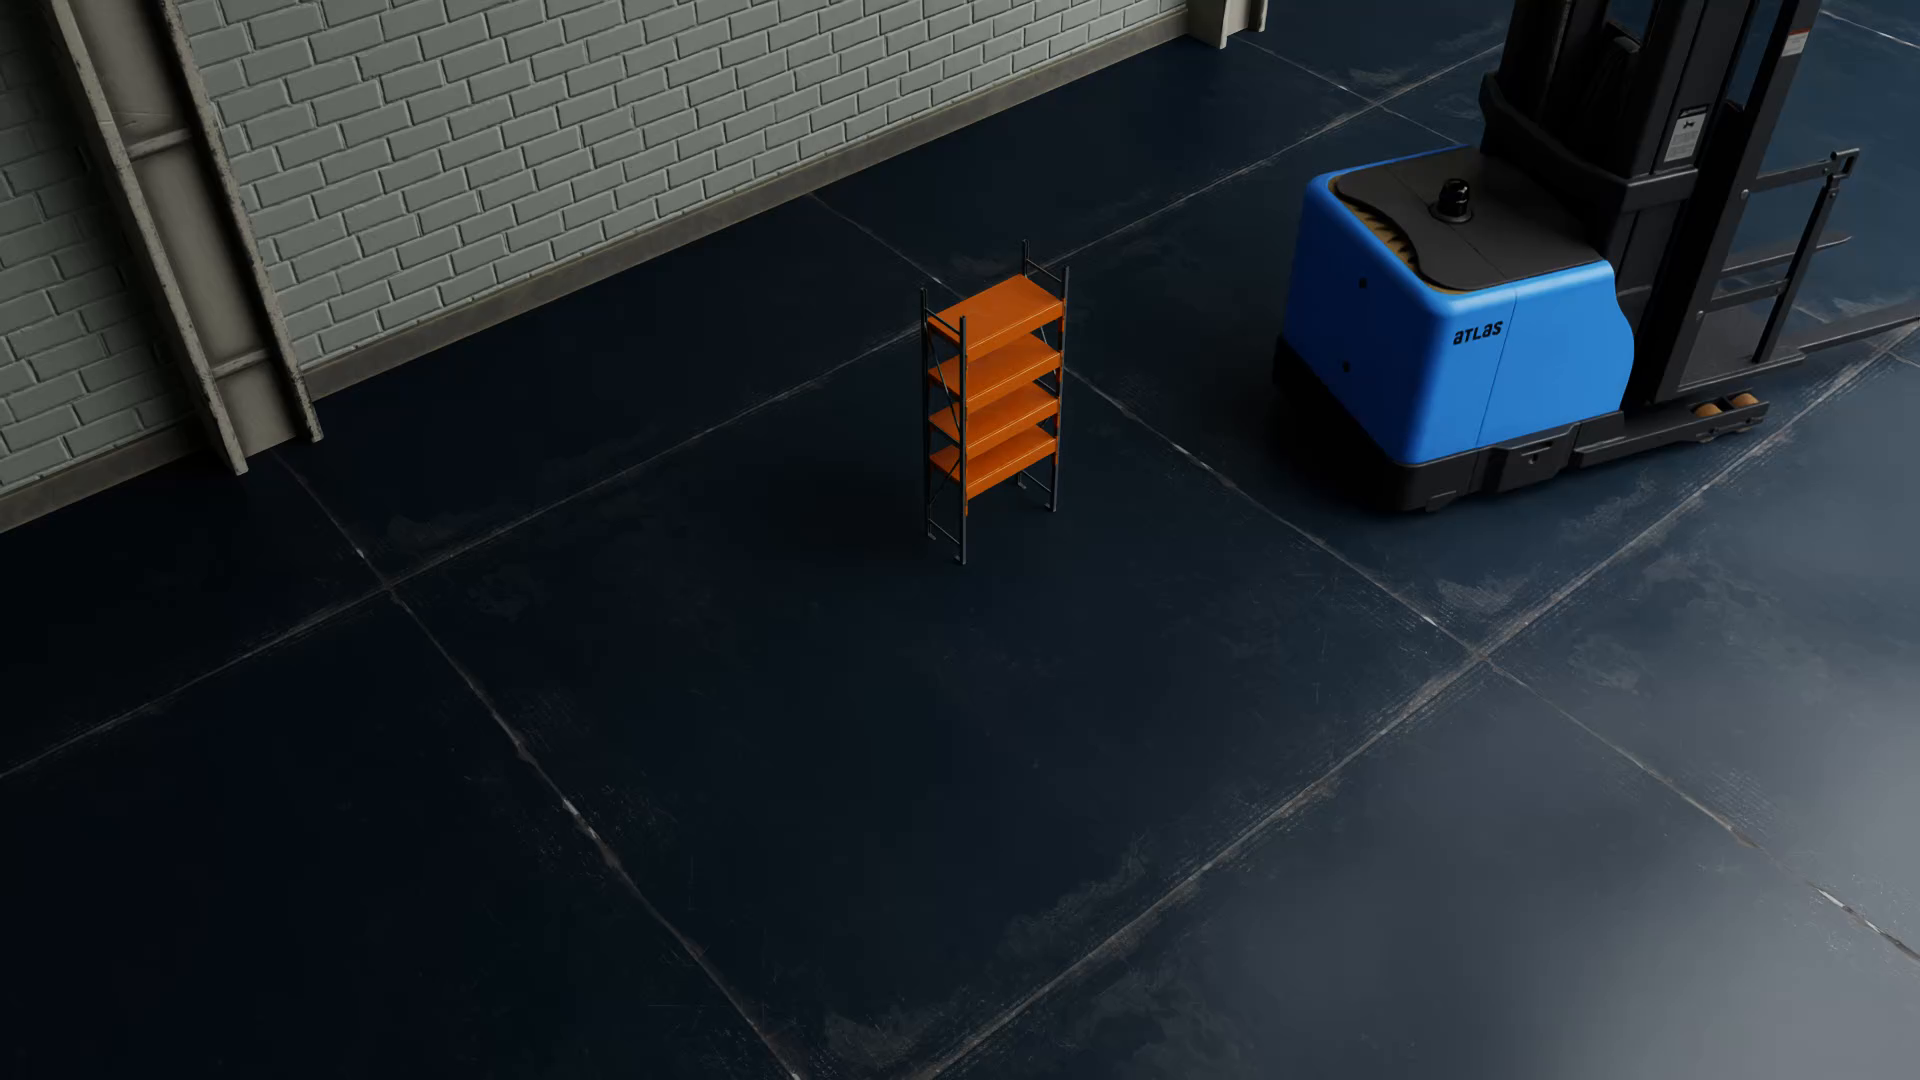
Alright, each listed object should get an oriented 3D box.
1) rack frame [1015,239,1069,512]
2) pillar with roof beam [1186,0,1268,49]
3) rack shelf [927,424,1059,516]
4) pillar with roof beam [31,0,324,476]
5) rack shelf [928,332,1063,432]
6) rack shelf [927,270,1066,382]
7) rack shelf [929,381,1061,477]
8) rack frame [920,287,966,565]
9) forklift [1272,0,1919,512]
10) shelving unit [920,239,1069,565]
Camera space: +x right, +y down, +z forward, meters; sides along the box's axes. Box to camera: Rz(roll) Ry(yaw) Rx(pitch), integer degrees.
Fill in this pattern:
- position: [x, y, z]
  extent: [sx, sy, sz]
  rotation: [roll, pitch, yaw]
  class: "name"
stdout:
- position: [0.314, -0.617, 6.531]
  extent: [0.015, 1.200, 0.240]
  rotation: [-30, 51, -28]
  class: "rack frame"
- position: [4.353, -4.093, 4.534]
  extent: [0.400, 9.000, 9.100]
  rotation: [-30, 51, -28]
  class: "pillar with roof beam"
- position: [0.127, -0.316, 6.599]
  extent: [0.480, 0.148, 0.258]
  rotation: [-30, 51, -28]
  class: "rack shelf"
- position: [-0.249, -1.457, 1.728]
  extent: [0.400, 9.000, 9.100]
  rotation: [-30, 51, -28]
  class: "pillar with roof beam"
- position: [0.127, -0.624, 6.310]
  extent: [0.480, 0.148, 0.258]
  rotation: [-30, 51, -28]
  class: "rack shelf"
- position: [0.127, -0.796, 6.148]
  extent: [0.480, 0.148, 0.258]
  rotation: [-30, 51, -28]
  class: "rack shelf"
- position: [0.127, -0.461, 6.463]
  extent: [0.480, 0.148, 0.258]
  rotation: [-30, 51, -28]
  class: "rack shelf"
- position: [-0.060, -0.403, 6.303]
  extent: [0.015, 1.200, 0.240]
  rotation: [-30, 51, -28]
  class: "rack frame"
- position: [2.961, -1.815, 6.542]
  extent: [3.031, 2.935, 1.130]
  rotation: [-15, 45, -15]
  class: "forklift"
- position: [0.127, -0.510, 6.417]
  extent: [0.503, 1.200, 0.258]
  rotation: [-30, 51, -28]
  class: "shelving unit"
